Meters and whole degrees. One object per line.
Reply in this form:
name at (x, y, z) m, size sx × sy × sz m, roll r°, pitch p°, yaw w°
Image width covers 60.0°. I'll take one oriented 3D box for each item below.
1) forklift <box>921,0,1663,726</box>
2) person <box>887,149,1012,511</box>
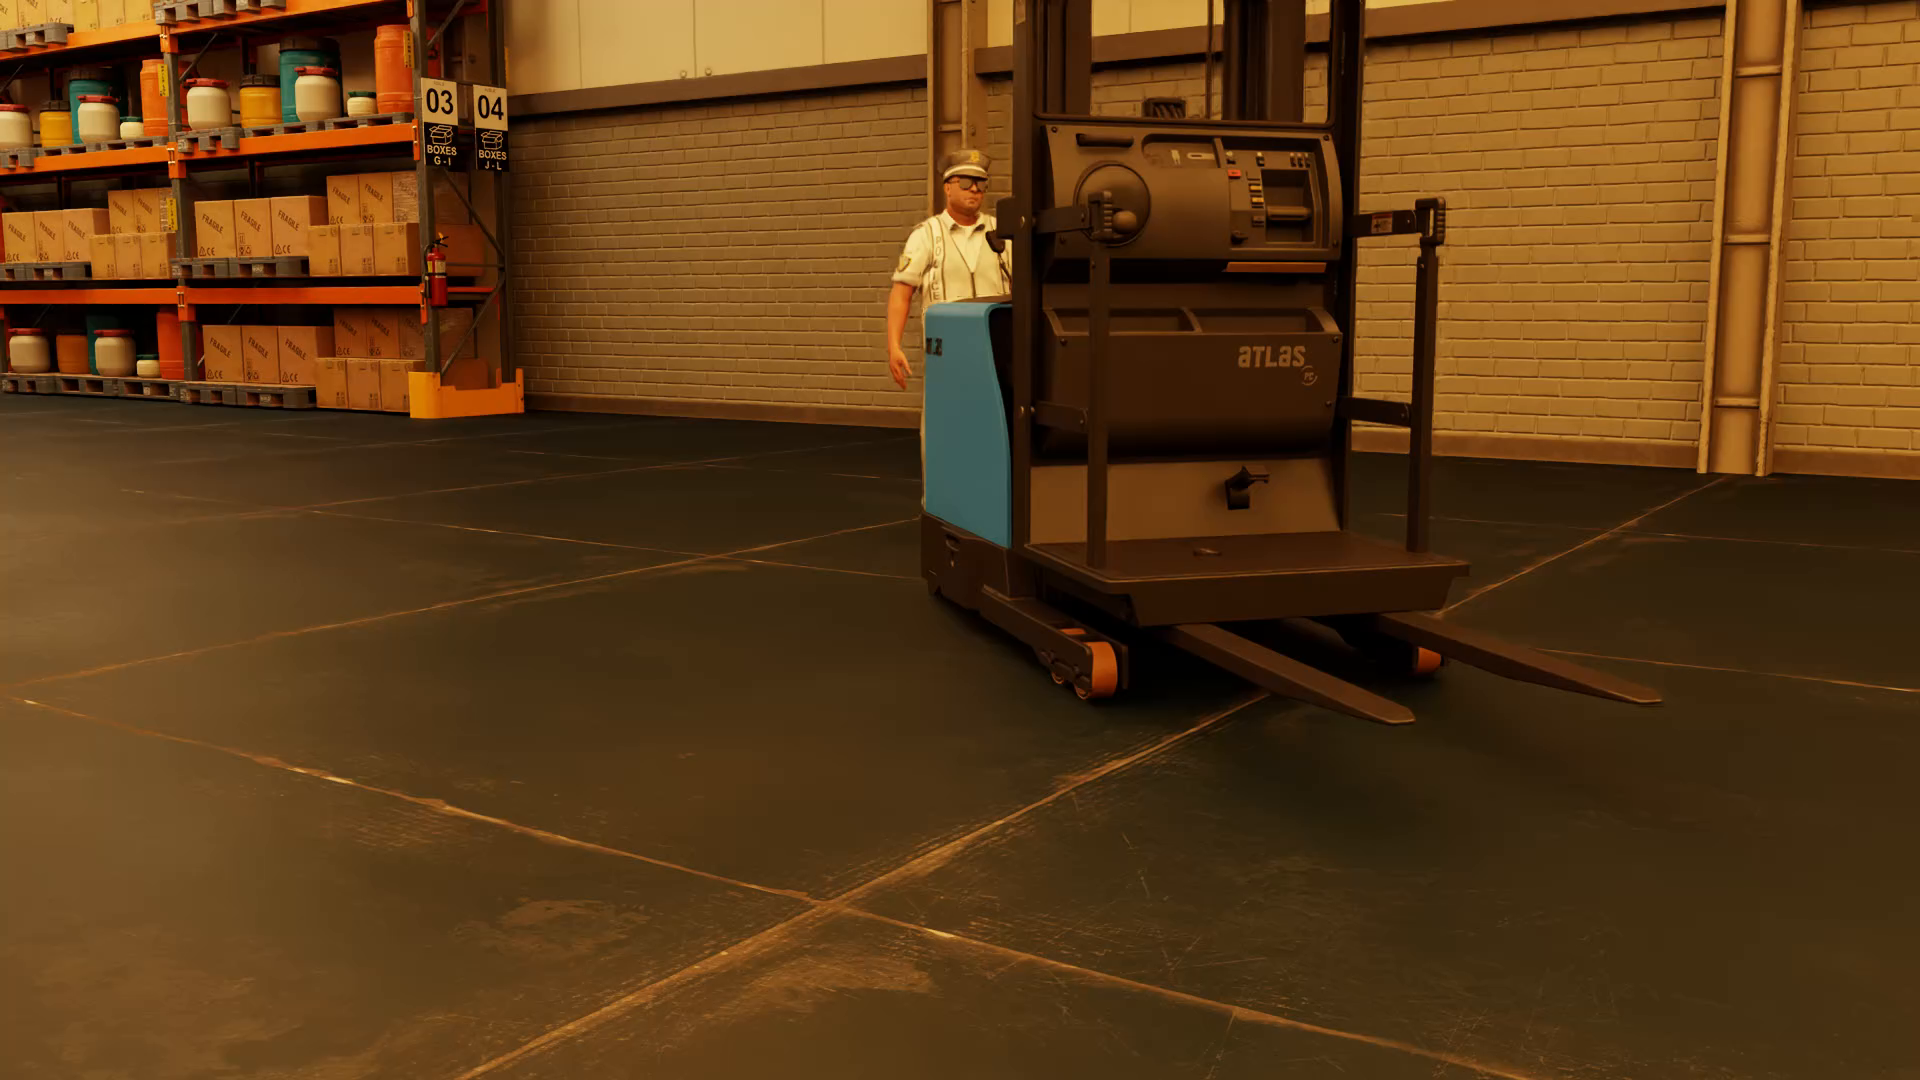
forklift at (0.766, -1.075, 4.751) m, size 1.130 × 2.935 × 3.031 m, roll -2°, pitch 8°, yaw -16°
person at (0.035, -0.828, 7.312) m, size 0.686 × 1.754 × 0.651 m, roll -2°, pitch 8°, yaw -12°
